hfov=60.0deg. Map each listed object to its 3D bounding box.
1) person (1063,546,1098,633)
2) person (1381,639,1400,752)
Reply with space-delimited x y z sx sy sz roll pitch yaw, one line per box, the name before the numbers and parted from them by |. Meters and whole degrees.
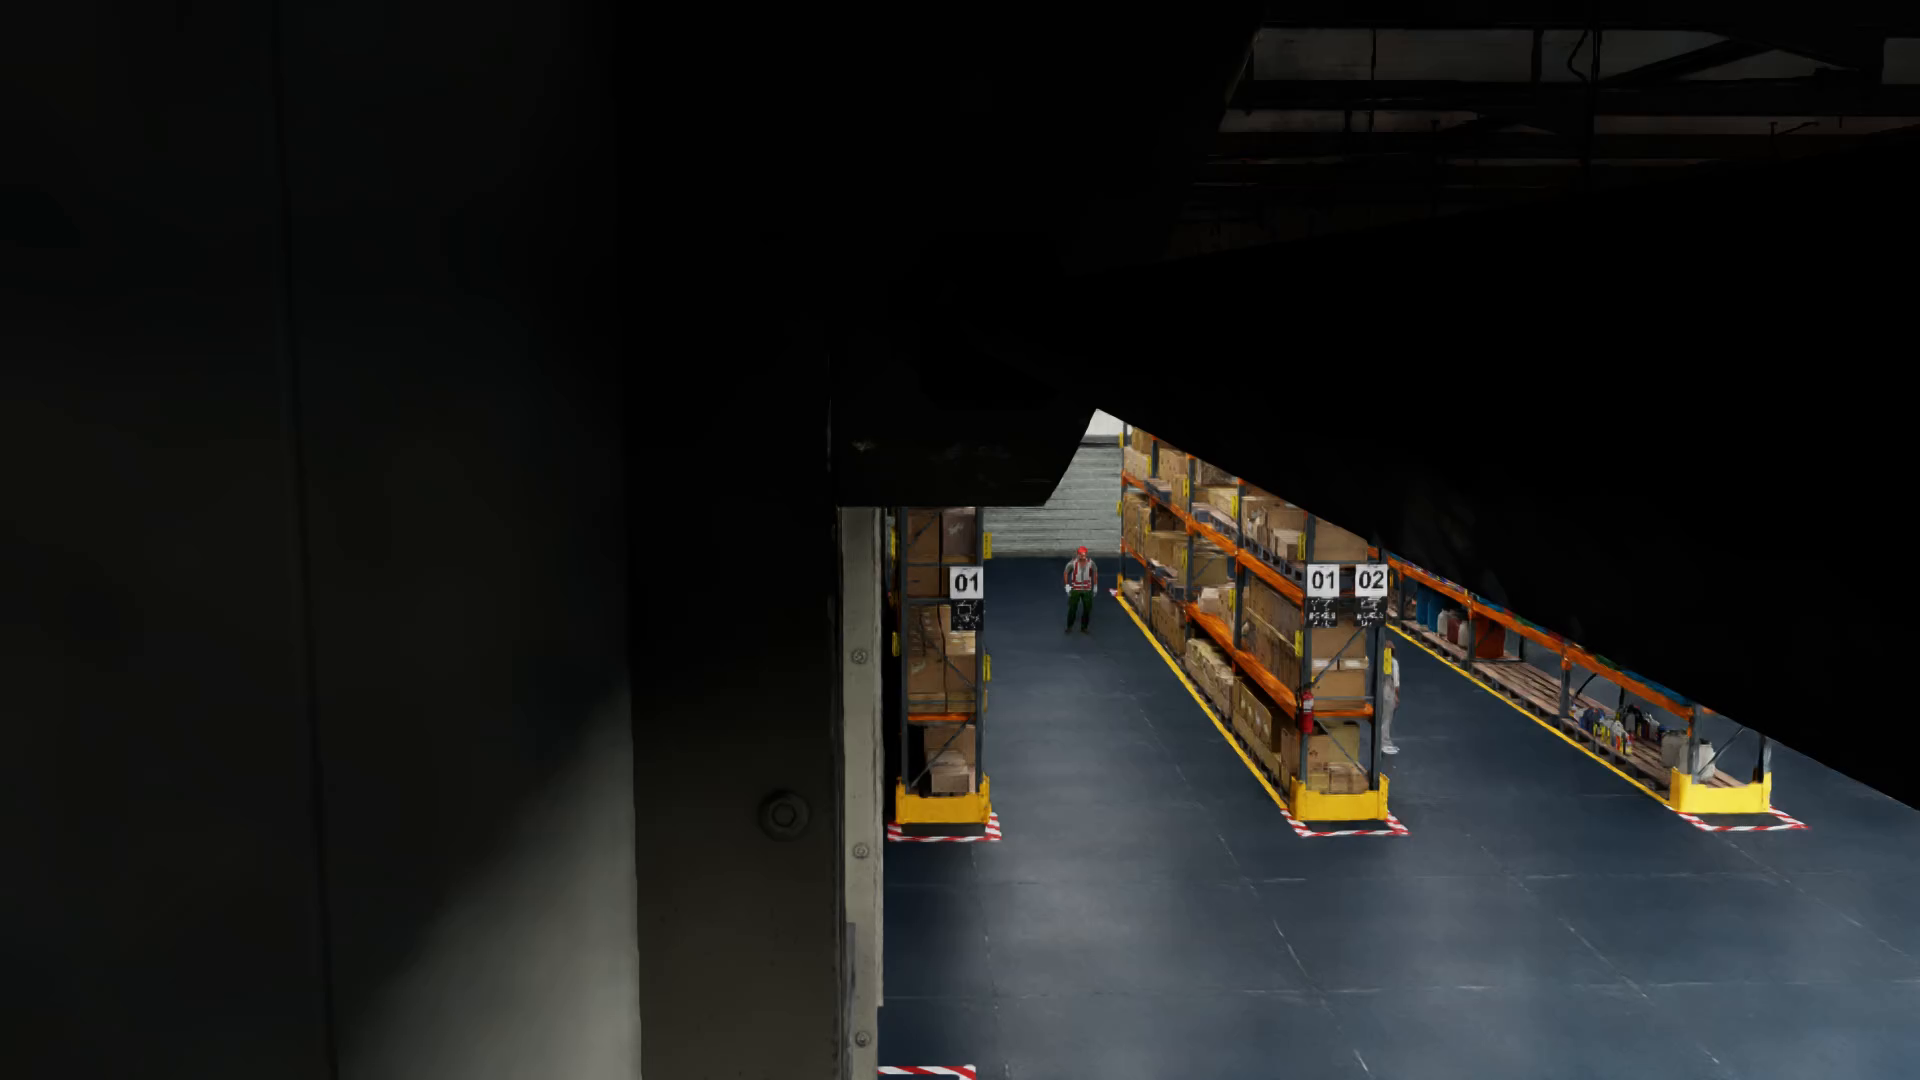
person | 2.341 0.958 32.211 0.677 1.742 0.552 -1 8 -4
person | 6.089 2.206 23.719 0.401 1.599 0.465 -5 10 -33
